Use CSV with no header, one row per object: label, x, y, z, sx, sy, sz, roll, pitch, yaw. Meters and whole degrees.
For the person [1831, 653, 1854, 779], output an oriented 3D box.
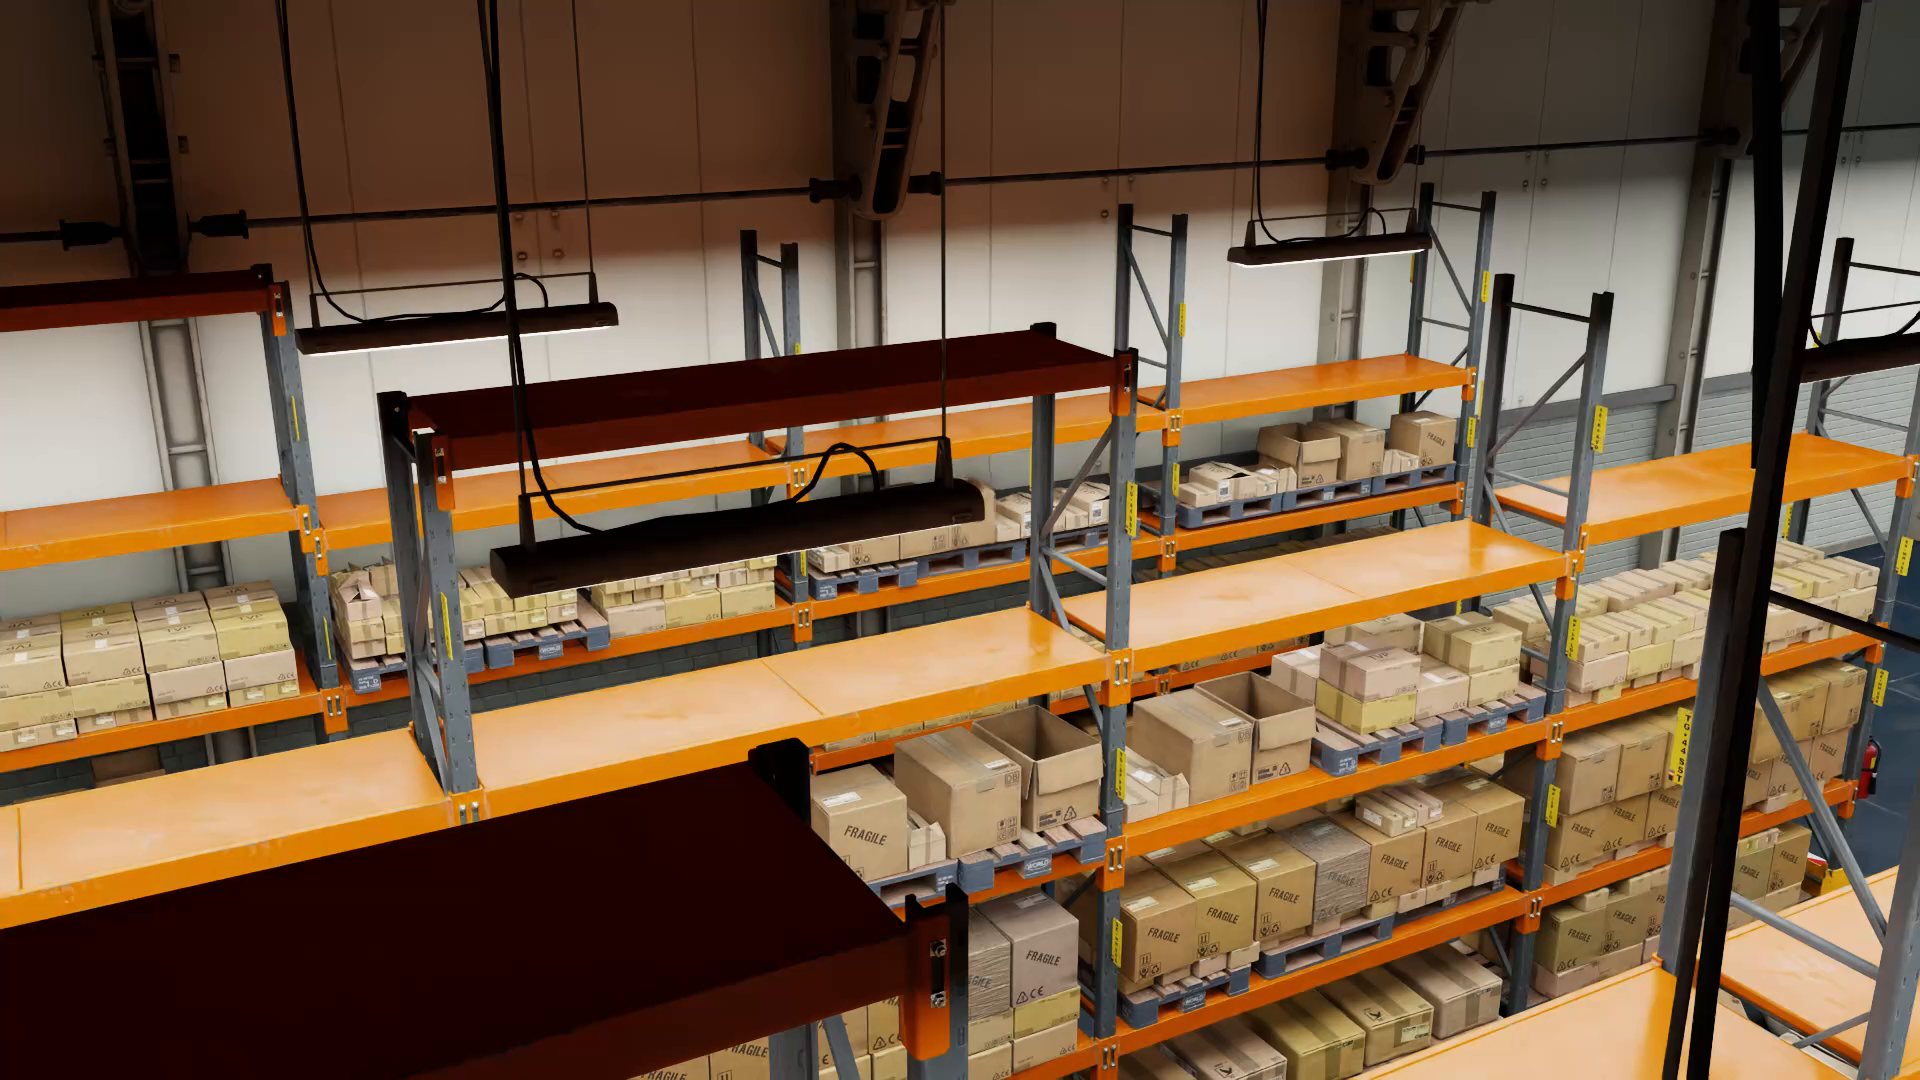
person,8.876,1.768,17.194,0.751,1.667,0.626,7,20,21
